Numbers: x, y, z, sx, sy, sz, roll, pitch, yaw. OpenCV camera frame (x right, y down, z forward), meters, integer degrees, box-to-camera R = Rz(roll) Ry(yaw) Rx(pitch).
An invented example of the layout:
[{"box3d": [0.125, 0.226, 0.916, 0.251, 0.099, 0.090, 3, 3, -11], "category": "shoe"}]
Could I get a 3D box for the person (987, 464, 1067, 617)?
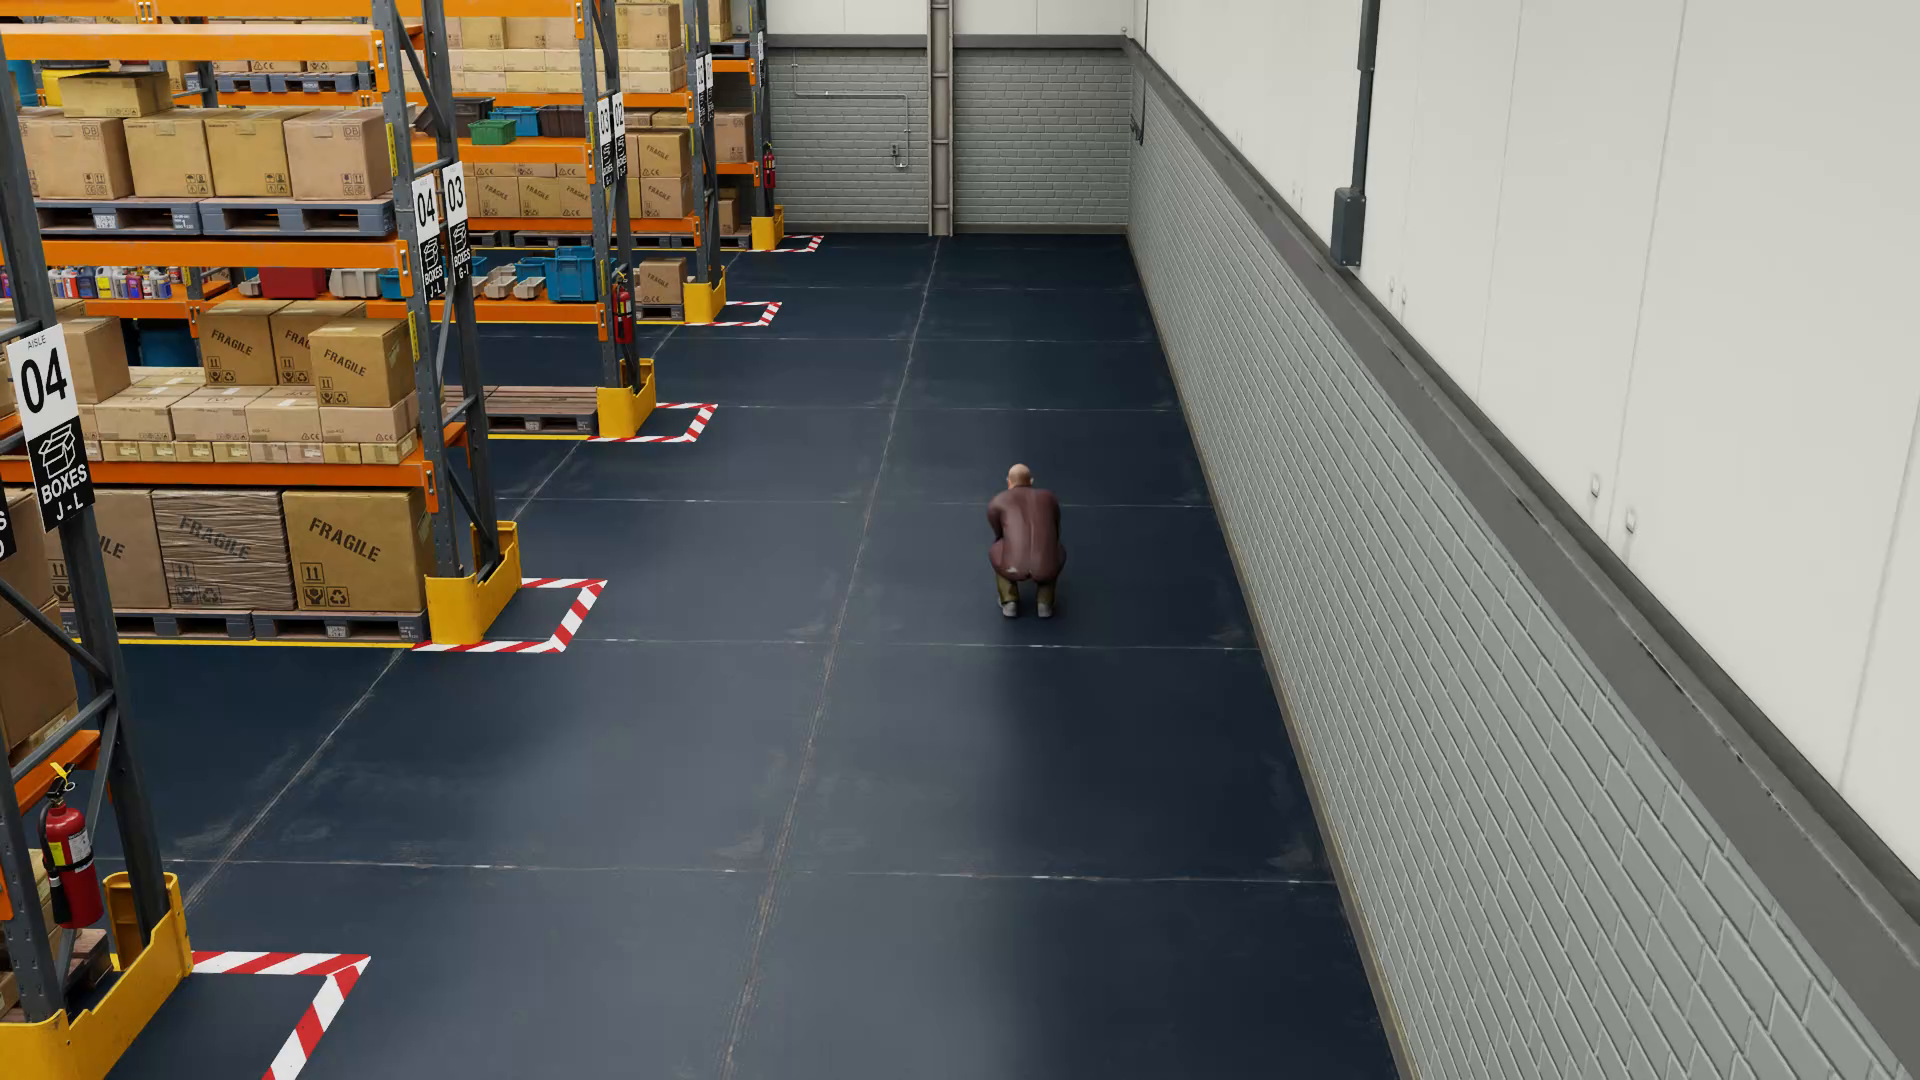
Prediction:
[{"box3d": [0.493, -0.008, 12.247, 0.590, 0.999, 0.913, 0, 20, 1], "category": "person"}]
